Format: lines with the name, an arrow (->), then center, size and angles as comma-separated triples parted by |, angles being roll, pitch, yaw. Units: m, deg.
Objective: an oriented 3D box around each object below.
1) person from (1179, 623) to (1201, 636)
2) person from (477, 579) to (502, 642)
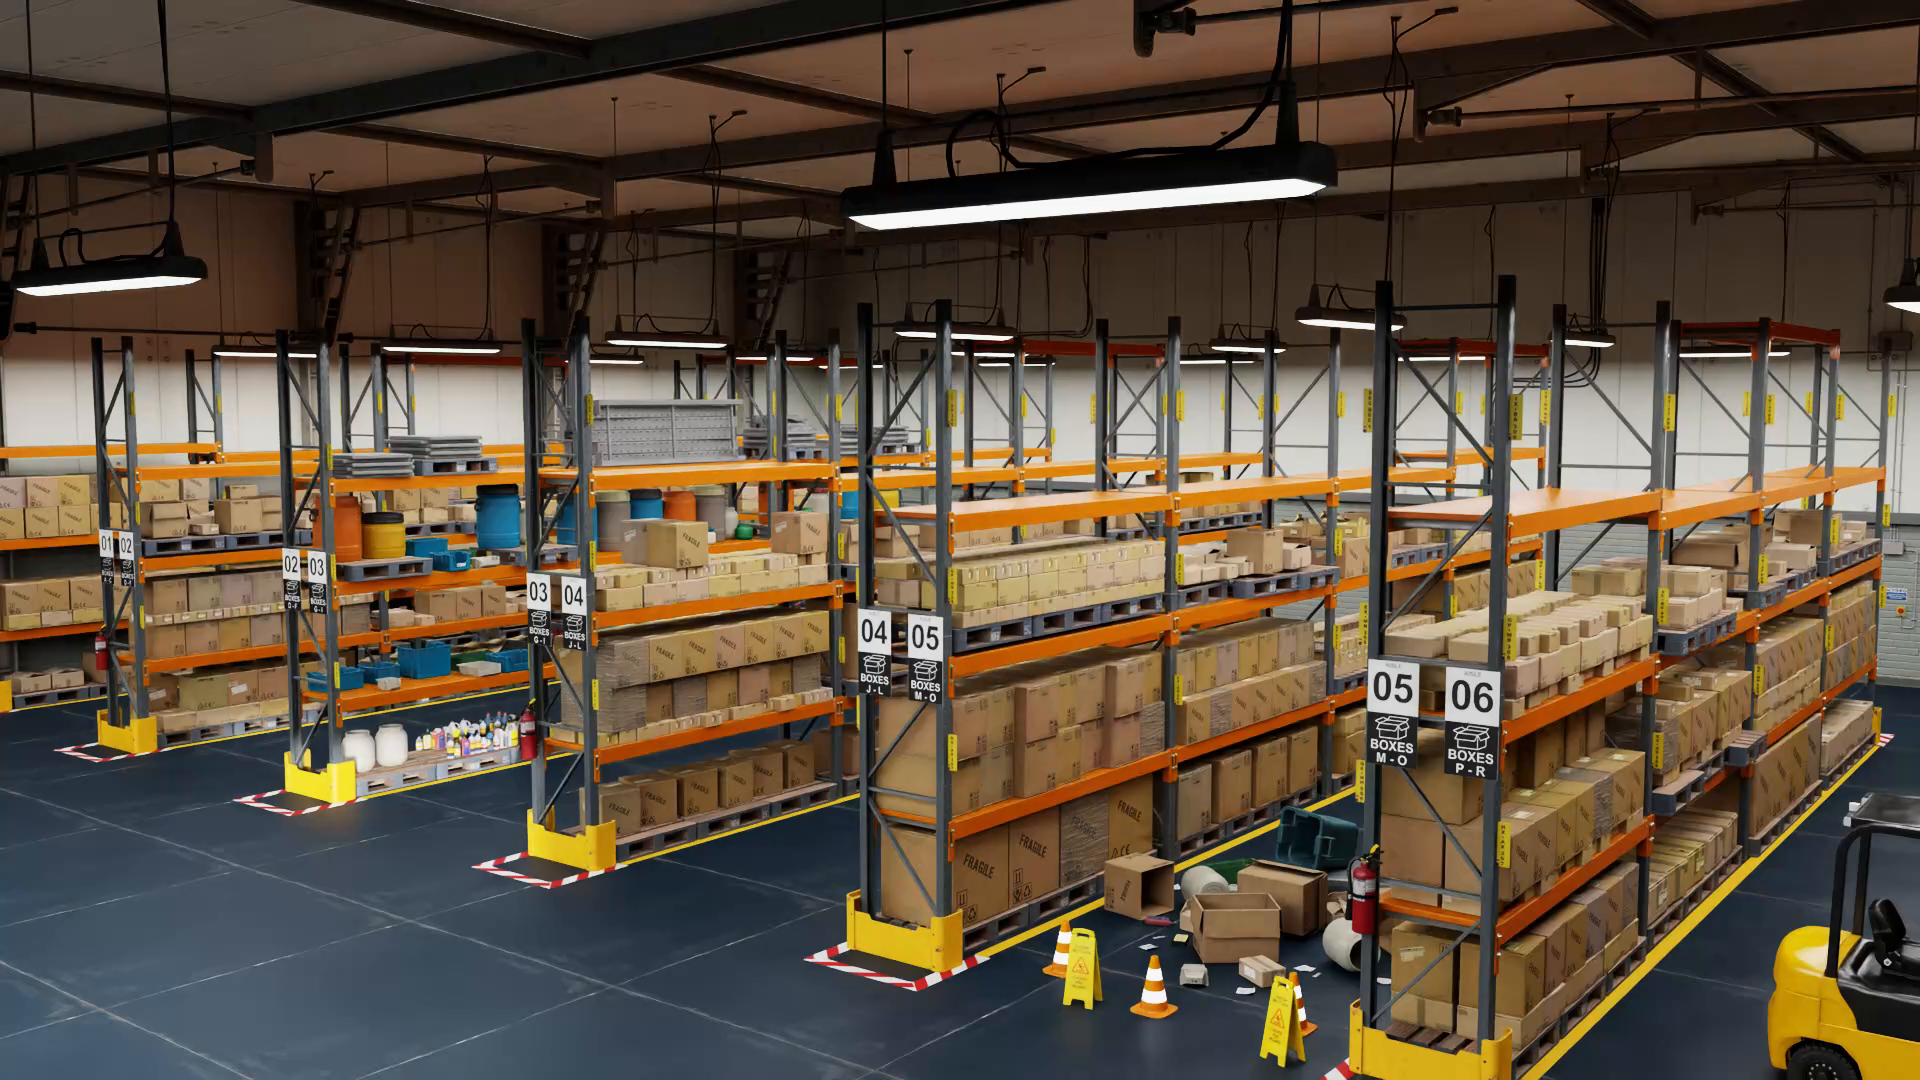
person -> 3.614, 2.043, 26.170 | 0.673, 1.710, 0.610 | 1, 5, 15
person -> -9.015, 1.575, 31.729 | 0.514, 1.652, 0.545 | -5, 7, -44
